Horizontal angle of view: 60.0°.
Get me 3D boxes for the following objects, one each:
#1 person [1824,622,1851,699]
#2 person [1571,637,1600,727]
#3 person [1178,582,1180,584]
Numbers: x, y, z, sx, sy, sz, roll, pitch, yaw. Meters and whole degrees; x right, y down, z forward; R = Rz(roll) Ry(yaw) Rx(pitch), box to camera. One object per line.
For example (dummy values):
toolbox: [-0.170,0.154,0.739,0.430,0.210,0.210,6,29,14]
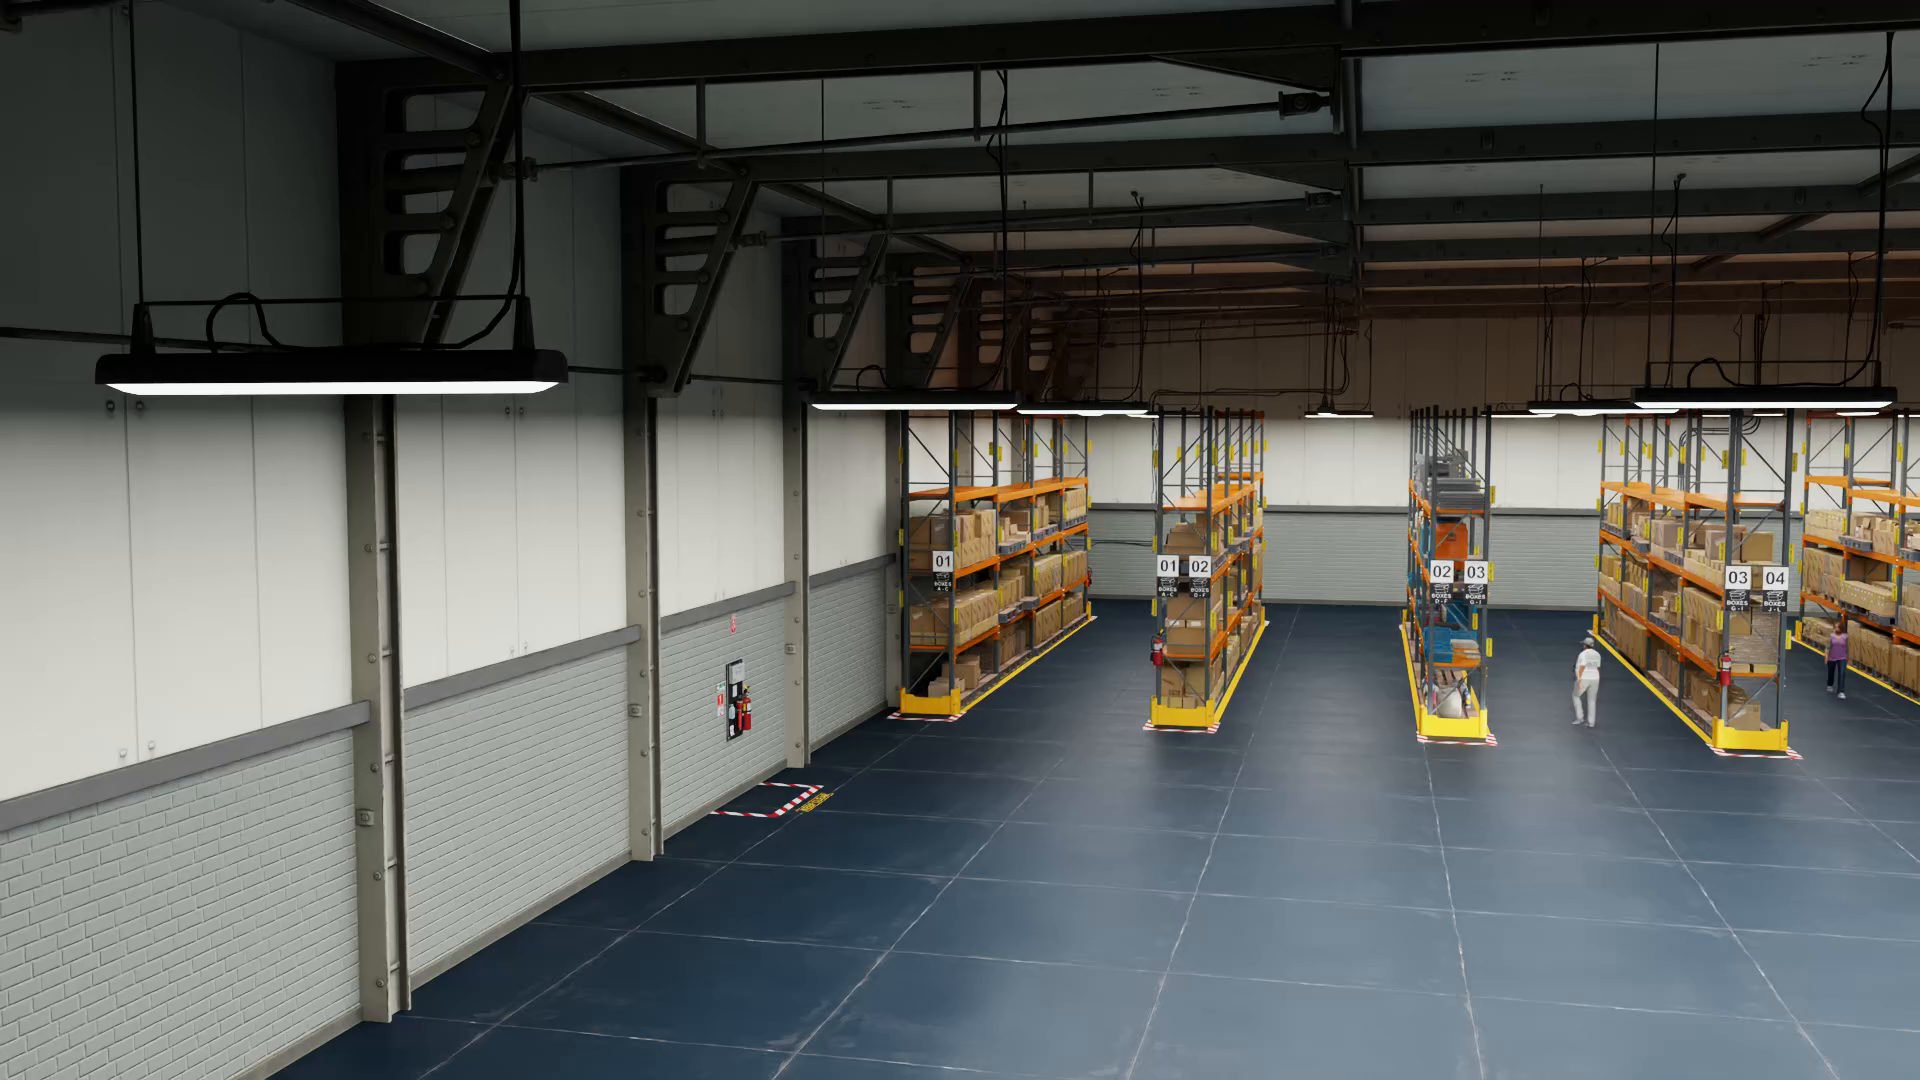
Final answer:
person: [18.201,2.462,34.480,0.517,1.536,1.008,2,4,22]
person: [11.748,2.667,31.122,0.509,1.675,0.493,0,4,0]
person: [6.464,1.387,48.680,0.617,1.668,0.486,3,5,36]
